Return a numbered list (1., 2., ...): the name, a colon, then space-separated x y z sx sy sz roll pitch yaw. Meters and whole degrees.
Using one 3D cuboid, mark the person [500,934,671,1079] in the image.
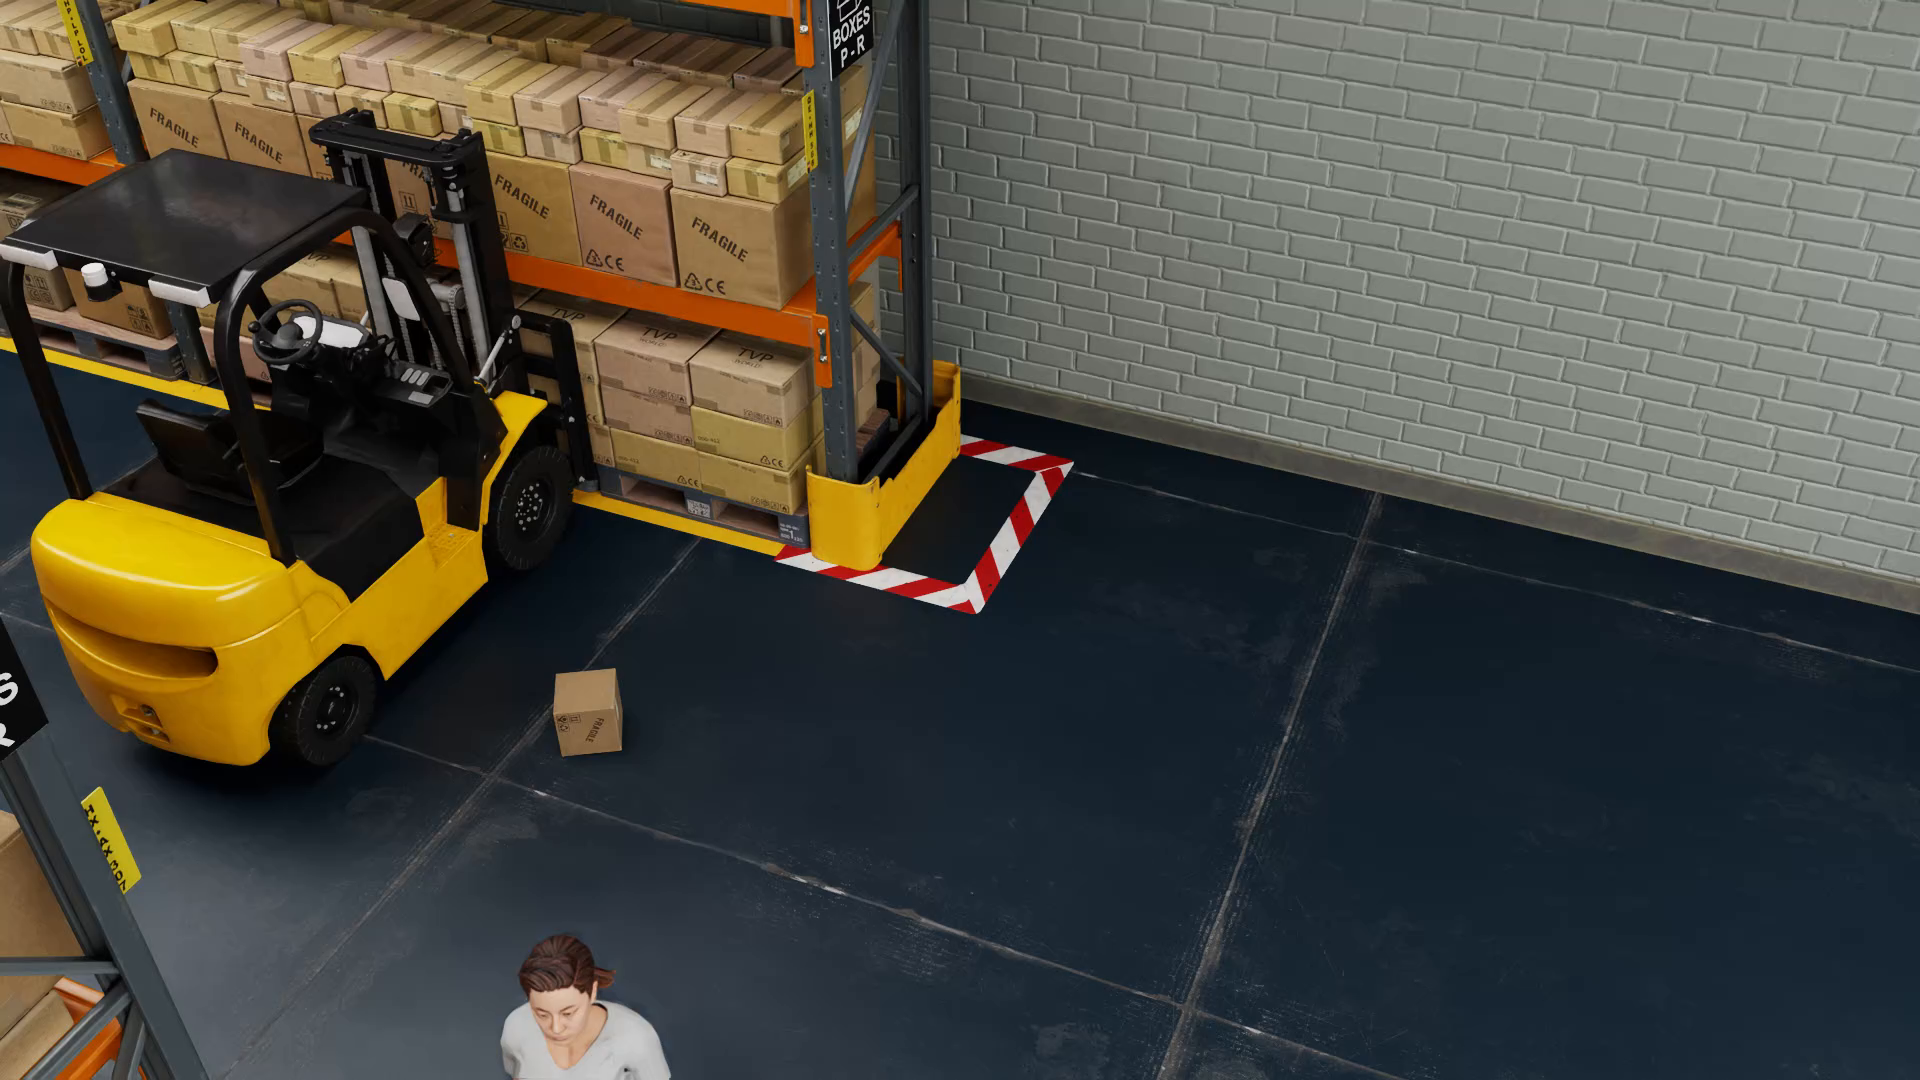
1. person: -0.999 1.731 4.590 0.475 1.721 0.520 1 38 1
